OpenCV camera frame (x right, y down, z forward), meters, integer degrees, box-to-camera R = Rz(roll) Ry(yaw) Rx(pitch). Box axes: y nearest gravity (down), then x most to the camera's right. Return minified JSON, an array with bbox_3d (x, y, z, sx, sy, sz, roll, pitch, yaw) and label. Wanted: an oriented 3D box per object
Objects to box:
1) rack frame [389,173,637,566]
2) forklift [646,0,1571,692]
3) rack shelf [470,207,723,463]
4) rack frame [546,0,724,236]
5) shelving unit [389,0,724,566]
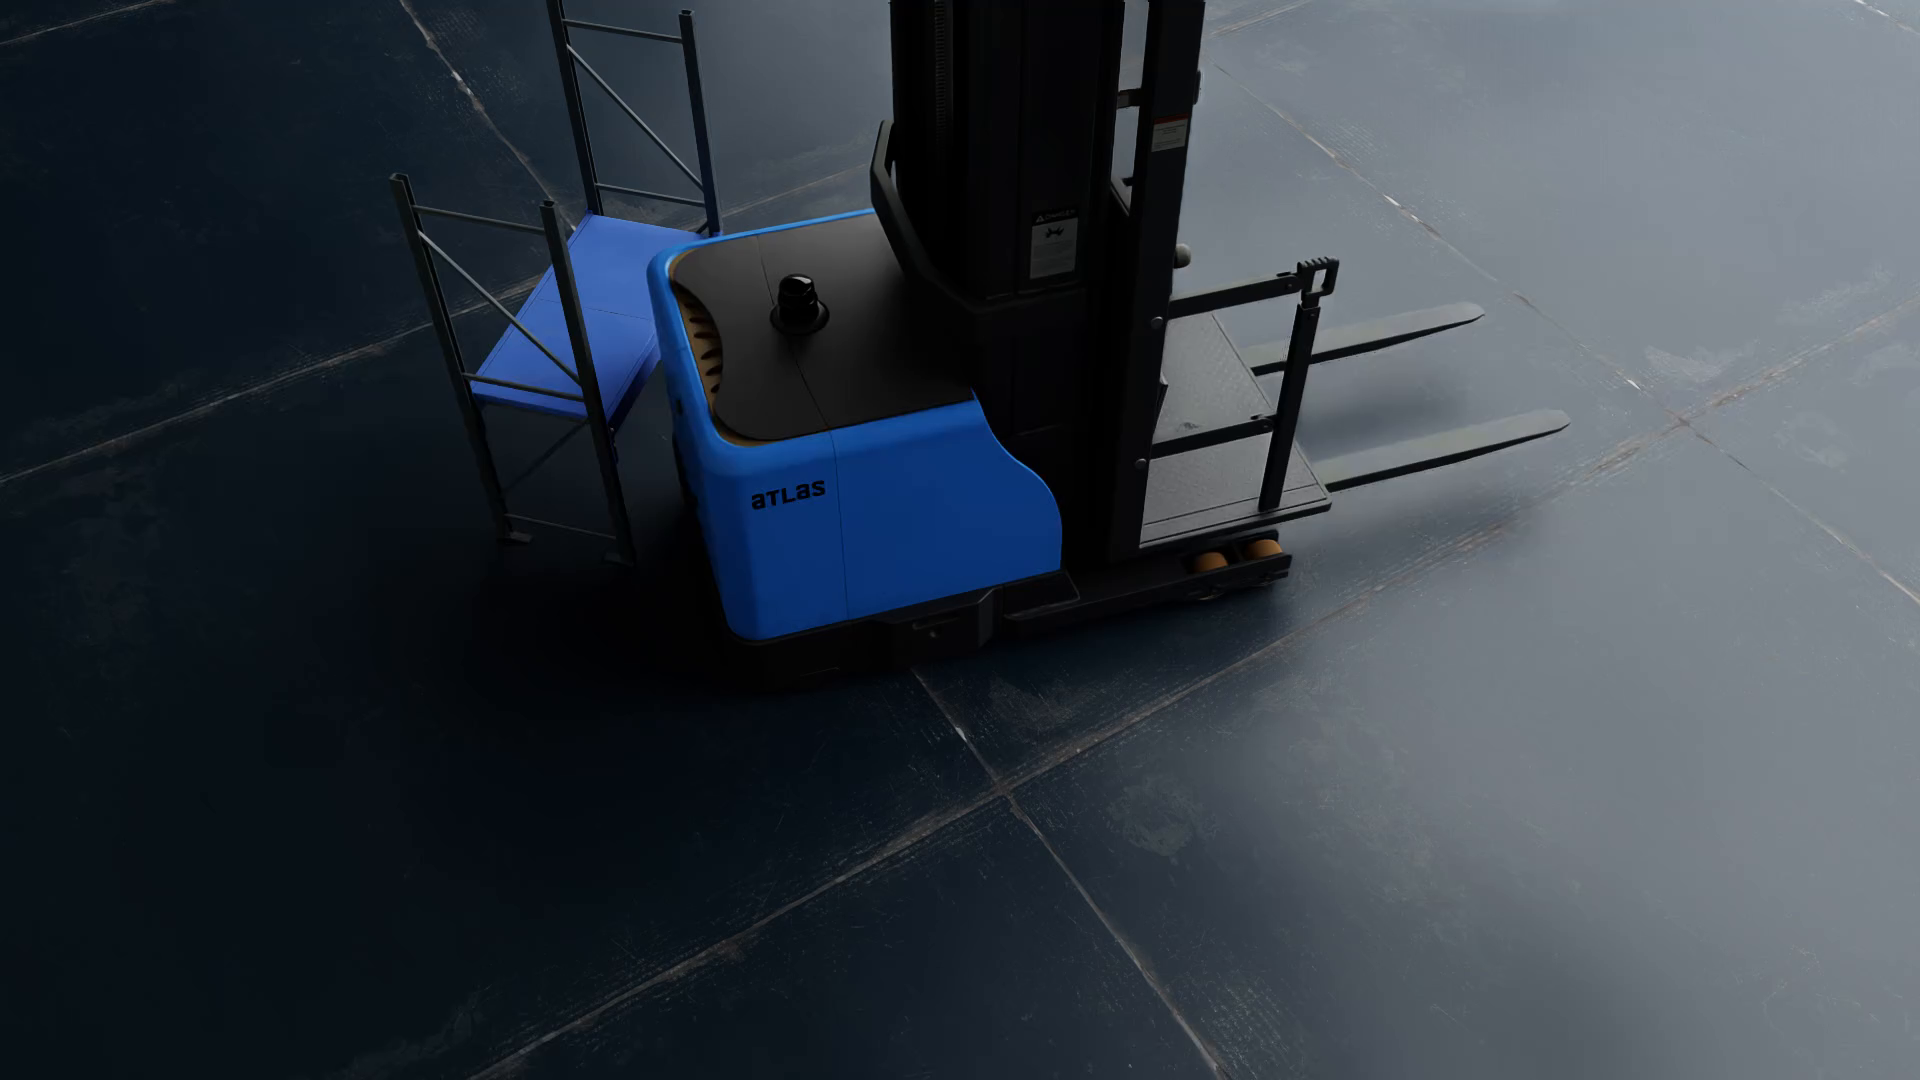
[{"bbox_3d":[-1.350,-0.470,5.164,0.500,1.500,0.032,12,49,10],"label":"rack frame"},{"bbox_3d":[0.597,-1.140,4.802,3.031,2.935,1.130,-13,50,-11],"label":"forklift"},{"bbox_3d":[-1.214,-0.716,5.624,0.538,0.185,1.000,12,49,10],"label":"rack shelf"},{"bbox_3d":[-1.078,-1.201,5.816,0.500,1.500,0.032,12,49,10],"label":"rack frame"},{"bbox_3d":[-1.214,-0.836,5.490,0.538,1.500,1.048,12,49,10],"label":"shelving unit"}]
